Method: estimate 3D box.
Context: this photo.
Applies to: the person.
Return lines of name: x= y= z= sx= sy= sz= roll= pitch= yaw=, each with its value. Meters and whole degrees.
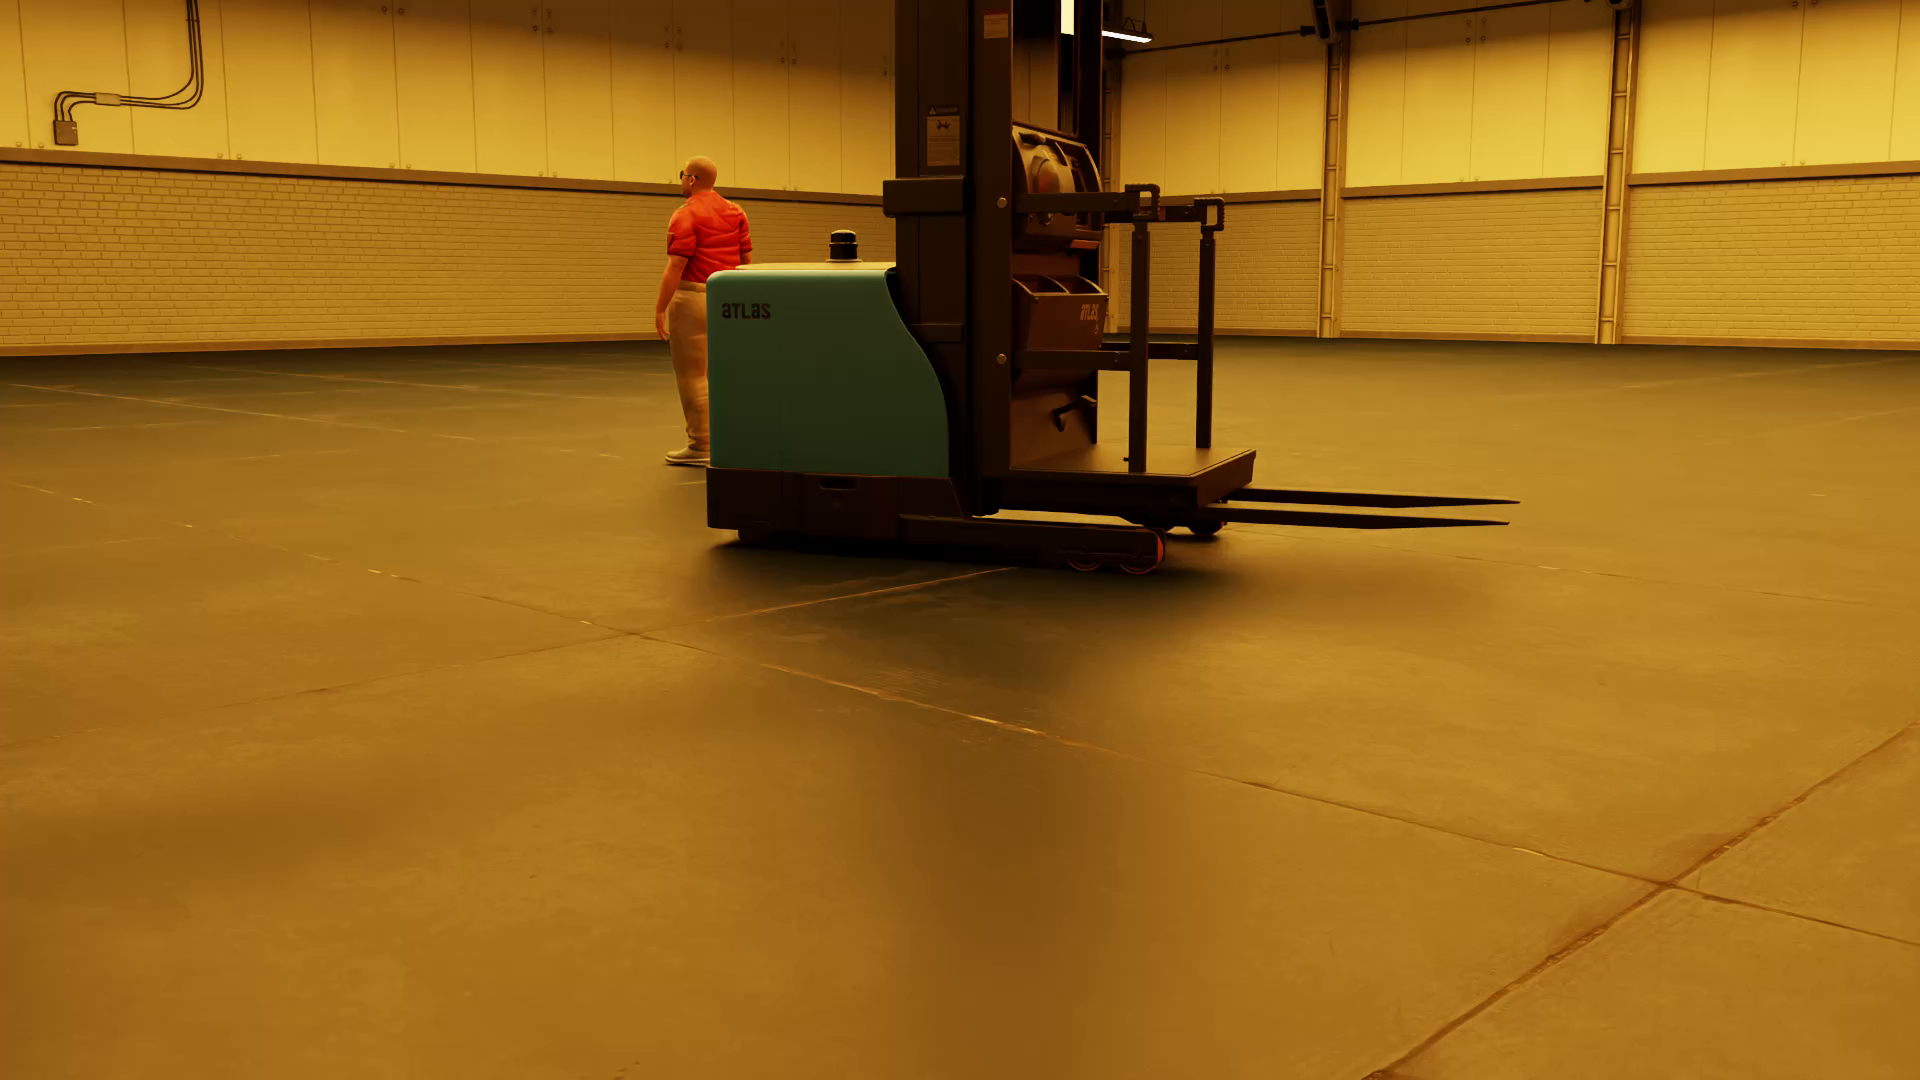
person: x=-1.525 y=-1.300 z=9.503 sx=0.551 sy=1.727 sz=0.640 roll=7 pitch=11 yaw=39

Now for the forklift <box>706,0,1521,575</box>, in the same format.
forklift: x=0.565 y=-1.416 z=6.275 sx=3.031 sy=2.935 sz=1.130 roll=3 pitch=9 yaw=22
